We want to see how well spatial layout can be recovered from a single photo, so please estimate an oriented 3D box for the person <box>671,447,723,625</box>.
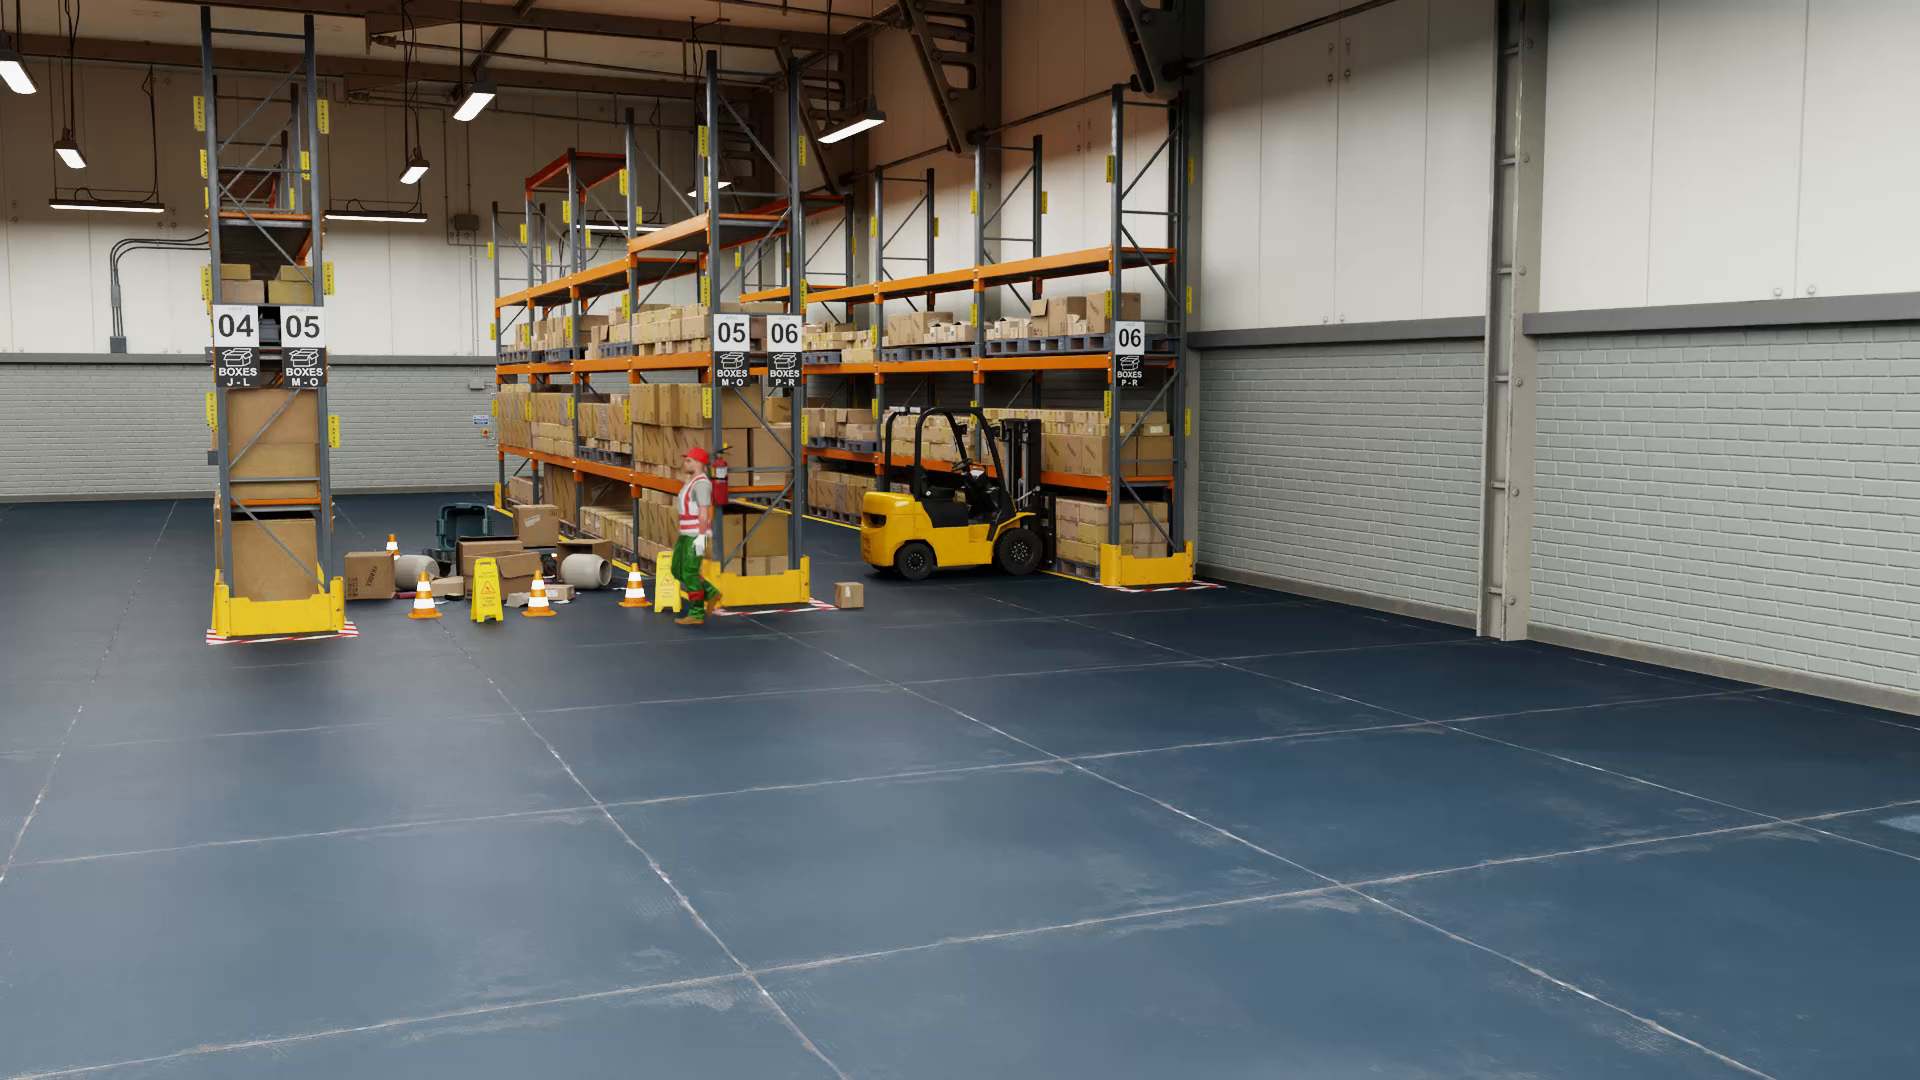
[{"bbox_3d":[-2.640,-0.042,16.757,0.535,1.780,0.570,-2,6,-22],"label":"person"}]
